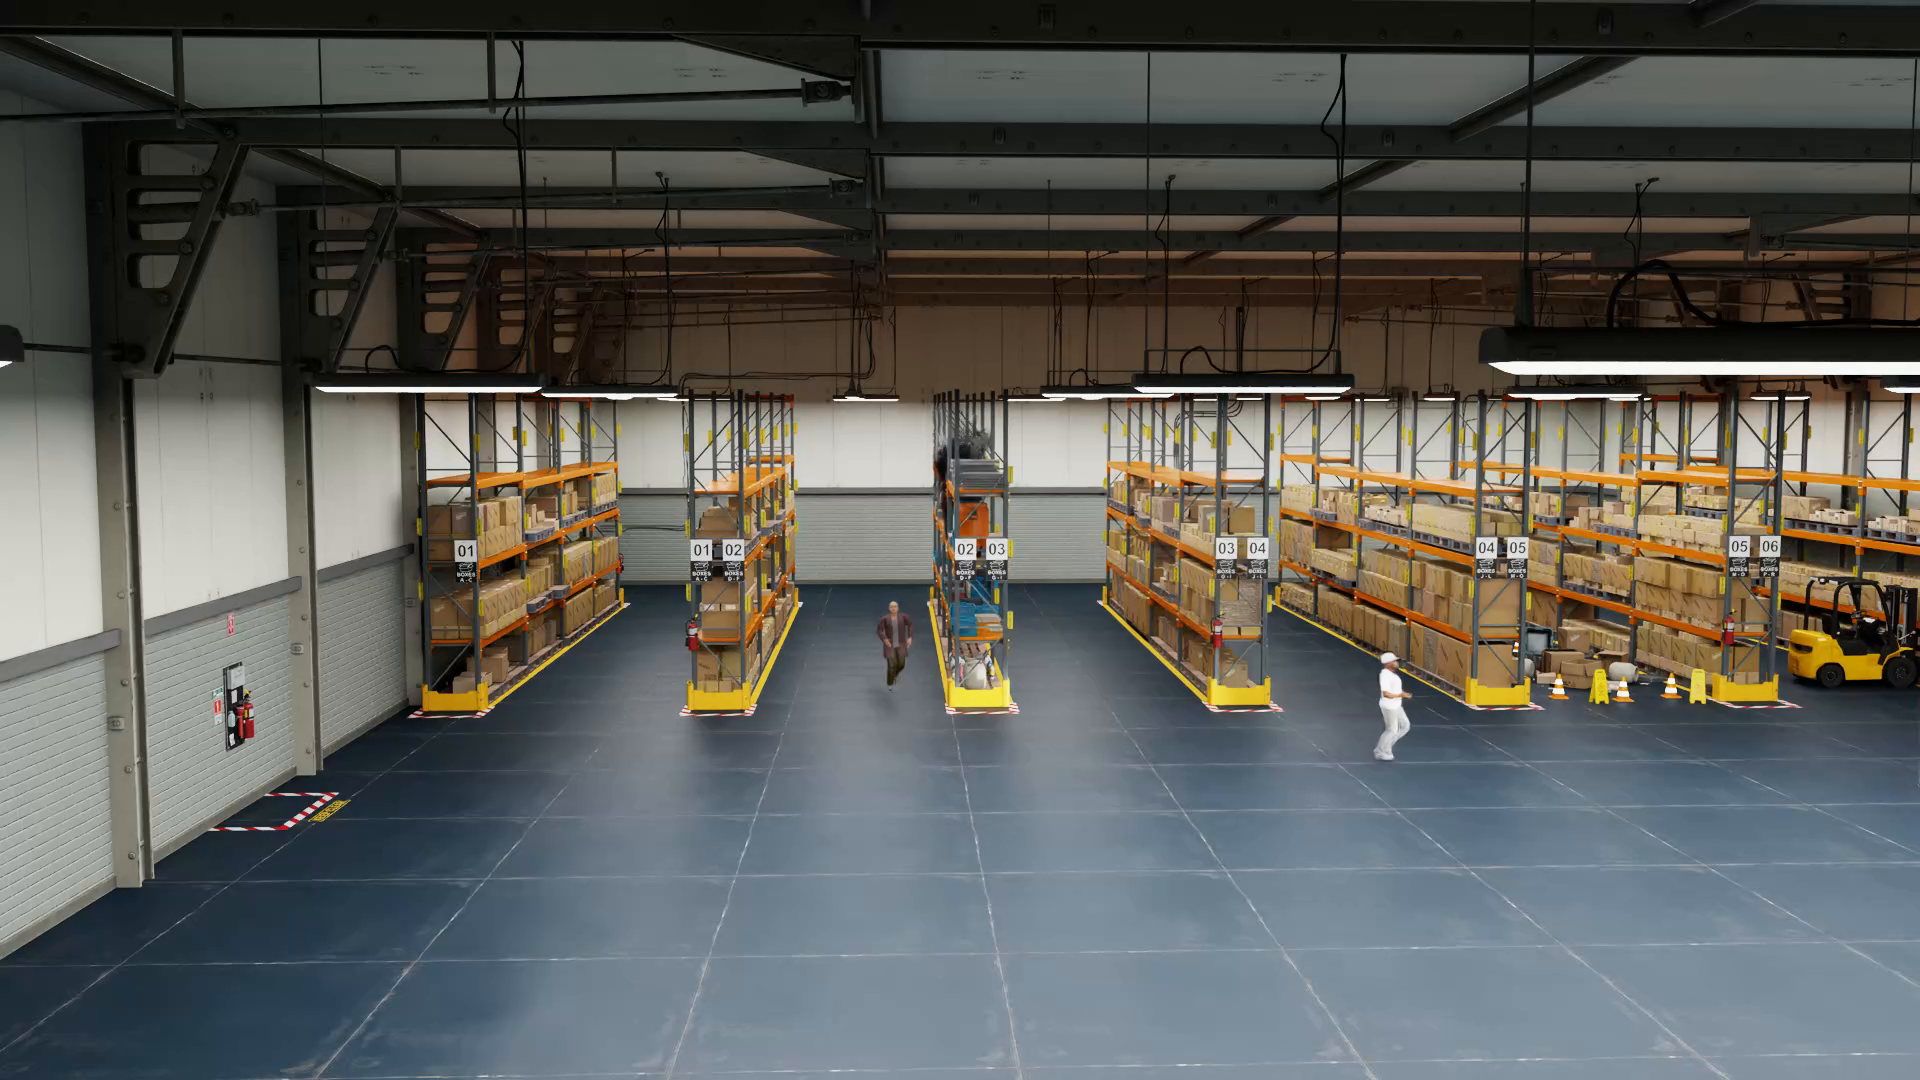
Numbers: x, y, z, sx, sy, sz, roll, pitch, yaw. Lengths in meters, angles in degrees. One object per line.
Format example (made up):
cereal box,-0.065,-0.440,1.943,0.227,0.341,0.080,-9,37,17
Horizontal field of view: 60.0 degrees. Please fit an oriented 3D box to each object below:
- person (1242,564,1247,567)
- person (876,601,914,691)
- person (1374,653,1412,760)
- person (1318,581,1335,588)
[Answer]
person,7.956,1.033,47.979,0.718,1.630,0.672,2,5,18
person,-1.251,2.052,32.200,0.741,1.741,0.691,-1,5,-8
person,6.961,2.676,26.661,0.626,1.750,0.680,2,5,26
person,10.637,0.941,48.580,0.674,1.640,0.787,-4,6,-42
